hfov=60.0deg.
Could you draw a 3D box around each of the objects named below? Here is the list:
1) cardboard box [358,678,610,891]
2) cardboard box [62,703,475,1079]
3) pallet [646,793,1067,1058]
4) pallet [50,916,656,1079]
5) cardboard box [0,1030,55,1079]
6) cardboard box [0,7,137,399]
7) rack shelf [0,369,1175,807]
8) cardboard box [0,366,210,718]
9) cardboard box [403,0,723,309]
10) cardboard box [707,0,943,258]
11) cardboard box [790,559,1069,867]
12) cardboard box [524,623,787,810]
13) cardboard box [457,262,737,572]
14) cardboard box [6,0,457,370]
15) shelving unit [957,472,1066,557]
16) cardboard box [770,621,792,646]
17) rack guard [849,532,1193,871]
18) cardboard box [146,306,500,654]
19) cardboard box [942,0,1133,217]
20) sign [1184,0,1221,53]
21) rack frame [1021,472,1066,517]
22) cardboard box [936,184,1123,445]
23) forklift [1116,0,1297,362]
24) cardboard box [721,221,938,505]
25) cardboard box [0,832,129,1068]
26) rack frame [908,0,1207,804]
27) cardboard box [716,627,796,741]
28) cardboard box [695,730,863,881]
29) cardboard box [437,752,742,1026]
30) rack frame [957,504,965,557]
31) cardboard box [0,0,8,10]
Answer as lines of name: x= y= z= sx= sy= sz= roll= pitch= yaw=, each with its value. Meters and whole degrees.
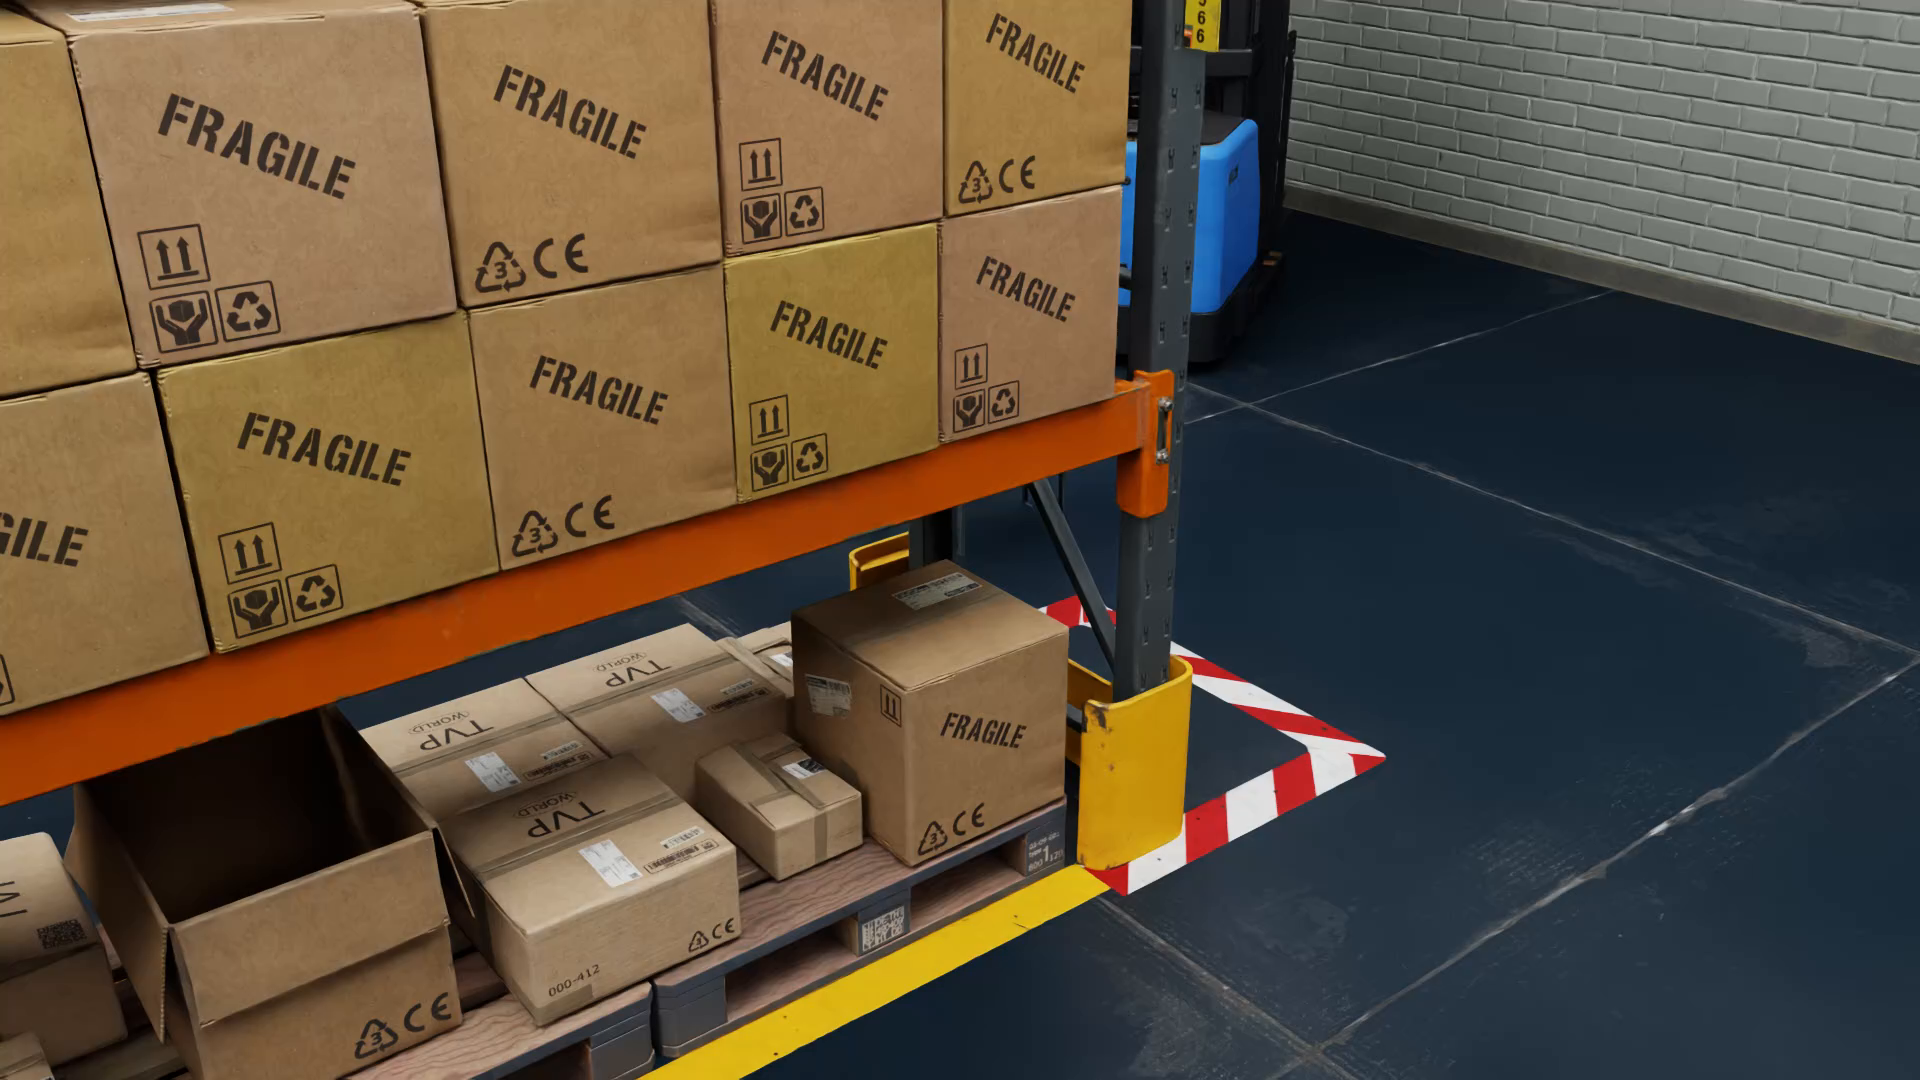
cardboard box: x=-1.192 y=0.618 z=4.099 sx=0.500 sy=0.250 sz=0.500 roll=-18 pitch=31 yaw=-34
cardboard box: x=-1.475 y=0.745 z=3.524 sx=0.637 sy=0.503 sz=0.797 roll=-18 pitch=31 yaw=-34
pallet: x=-0.489 y=0.755 z=4.372 sx=1.213 sy=0.211 sz=1.003 roll=-18 pitch=31 yaw=-34
pallet: x=-1.448 y=1.070 z=3.693 sx=1.213 sy=0.211 sz=1.003 roll=-18 pitch=31 yaw=-34
cardboard box: x=-1.811 y=1.122 z=3.111 sx=0.250 sy=0.166 sz=0.380 roll=-18 pitch=31 yaw=-34
cardboard box: x=-1.595 y=-0.493 z=2.444 sx=0.500 sy=0.500 sz=0.500 roll=-19 pitch=31 yaw=-35
rack shelf: x=-1.376 y=0.109 z=3.307 sx=4.000 sy=0.370 sz=1.077 roll=-18 pitch=31 yaw=-34
cardboard box: x=-1.585 y=-0.049 z=2.673 sx=0.500 sy=0.500 sz=0.500 roll=-18 pitch=31 yaw=-34
cardboard box: x=-0.785 y=-0.761 z=3.021 sx=0.500 sy=0.500 sz=0.500 roll=-17 pitch=30 yaw=-33
cardboard box: x=-0.380 y=-0.898 z=3.314 sx=0.500 sy=0.500 sz=0.500 roll=-17 pitch=30 yaw=-33
cardboard box: x=-0.078 y=0.420 z=4.228 sx=0.500 sy=0.500 sz=0.500 roll=-18 pitch=31 yaw=-34
cardboard box: x=-0.799 y=0.488 z=4.379 sx=0.500 sy=0.250 sz=0.500 roll=-18 pitch=31 yaw=-34
cardboard box: x=-0.789 y=-0.312 z=3.240 sx=0.500 sy=0.500 sz=0.500 roll=-18 pitch=30 yaw=-34
cardboard box: x=-1.189 y=-0.628 z=2.733 sx=0.500 sy=0.500 sz=0.500 roll=-17 pitch=30 yaw=-32
shelving unit: x=0.130 y=-0.587 z=6.090 sx=0.503 sy=1.200 sz=0.258 roll=-18 pitch=31 yaw=-34
cardboard box: x=-0.344 y=0.352 z=4.793 sx=0.250 sy=0.149 sz=0.380 roll=-18 pitch=31 yaw=-34
rack guard: x=0.138 y=0.417 z=4.758 sx=0.348 sy=0.500 sz=1.175 roll=-18 pitch=31 yaw=-34
cardboard box: x=-1.185 y=-0.181 z=2.958 sx=0.500 sy=0.500 sz=0.500 roll=-19 pitch=31 yaw=-35
cardboard box: x=0.017 y=-1.029 z=3.598 sx=0.500 sy=0.500 sz=0.500 roll=-19 pitch=31 yaw=-34
sign: x=0.525 y=-1.216 z=3.557 sx=0.005 sy=0.325 sz=0.100 roll=-18 pitch=31 yaw=-34
rack frame: x=0.322 y=-0.651 z=6.227 sx=0.015 sy=1.200 sz=0.240 roll=-18 pitch=31 yaw=-34
cardboard box: x=0.013 y=-0.576 z=3.809 sx=0.500 sy=0.500 sz=0.500 roll=-17 pitch=30 yaw=-32
forklift: x=1.218 y=-2.769 z=8.735 sx=1.130 sy=2.935 sz=3.031 roll=9 pitch=26 yaw=18
cardboard box: x=-0.393 y=-0.440 z=3.516 sx=0.500 sy=0.500 sz=0.500 roll=-18 pitch=30 yaw=-34
cardboard box: x=-2.086 y=0.885 z=3.450 sx=0.500 sy=0.311 sz=0.500 roll=-18 pitch=31 yaw=-34
rack frame: x=0.198 y=-0.737 z=4.275 sx=0.127 sy=3.000 sz=1.000 roll=-18 pitch=31 yaw=-34
cardboard box: x=-0.540 y=0.409 z=4.649 sx=0.250 sy=0.166 sz=0.380 roll=-18 pitch=31 yaw=-34
cardboard box: x=-0.452 y=0.647 z=4.136 sx=0.250 sy=0.166 sz=0.380 roll=-18 pitch=31 yaw=-34
cardboard box: x=-0.844 y=0.770 z=3.770 sx=0.500 sy=0.250 sz=0.500 roll=-18 pitch=31 yaw=-34
rack frame: x=-0.062 y=-0.524 z=5.953 sx=0.015 sy=1.200 sz=0.240 roll=-18 pitch=31 yaw=-34
cardboard box: x=-1.517 y=-0.809 z=3.123 sx=0.500 sy=0.500 sz=0.500 roll=-19 pitch=31 yaw=-34
